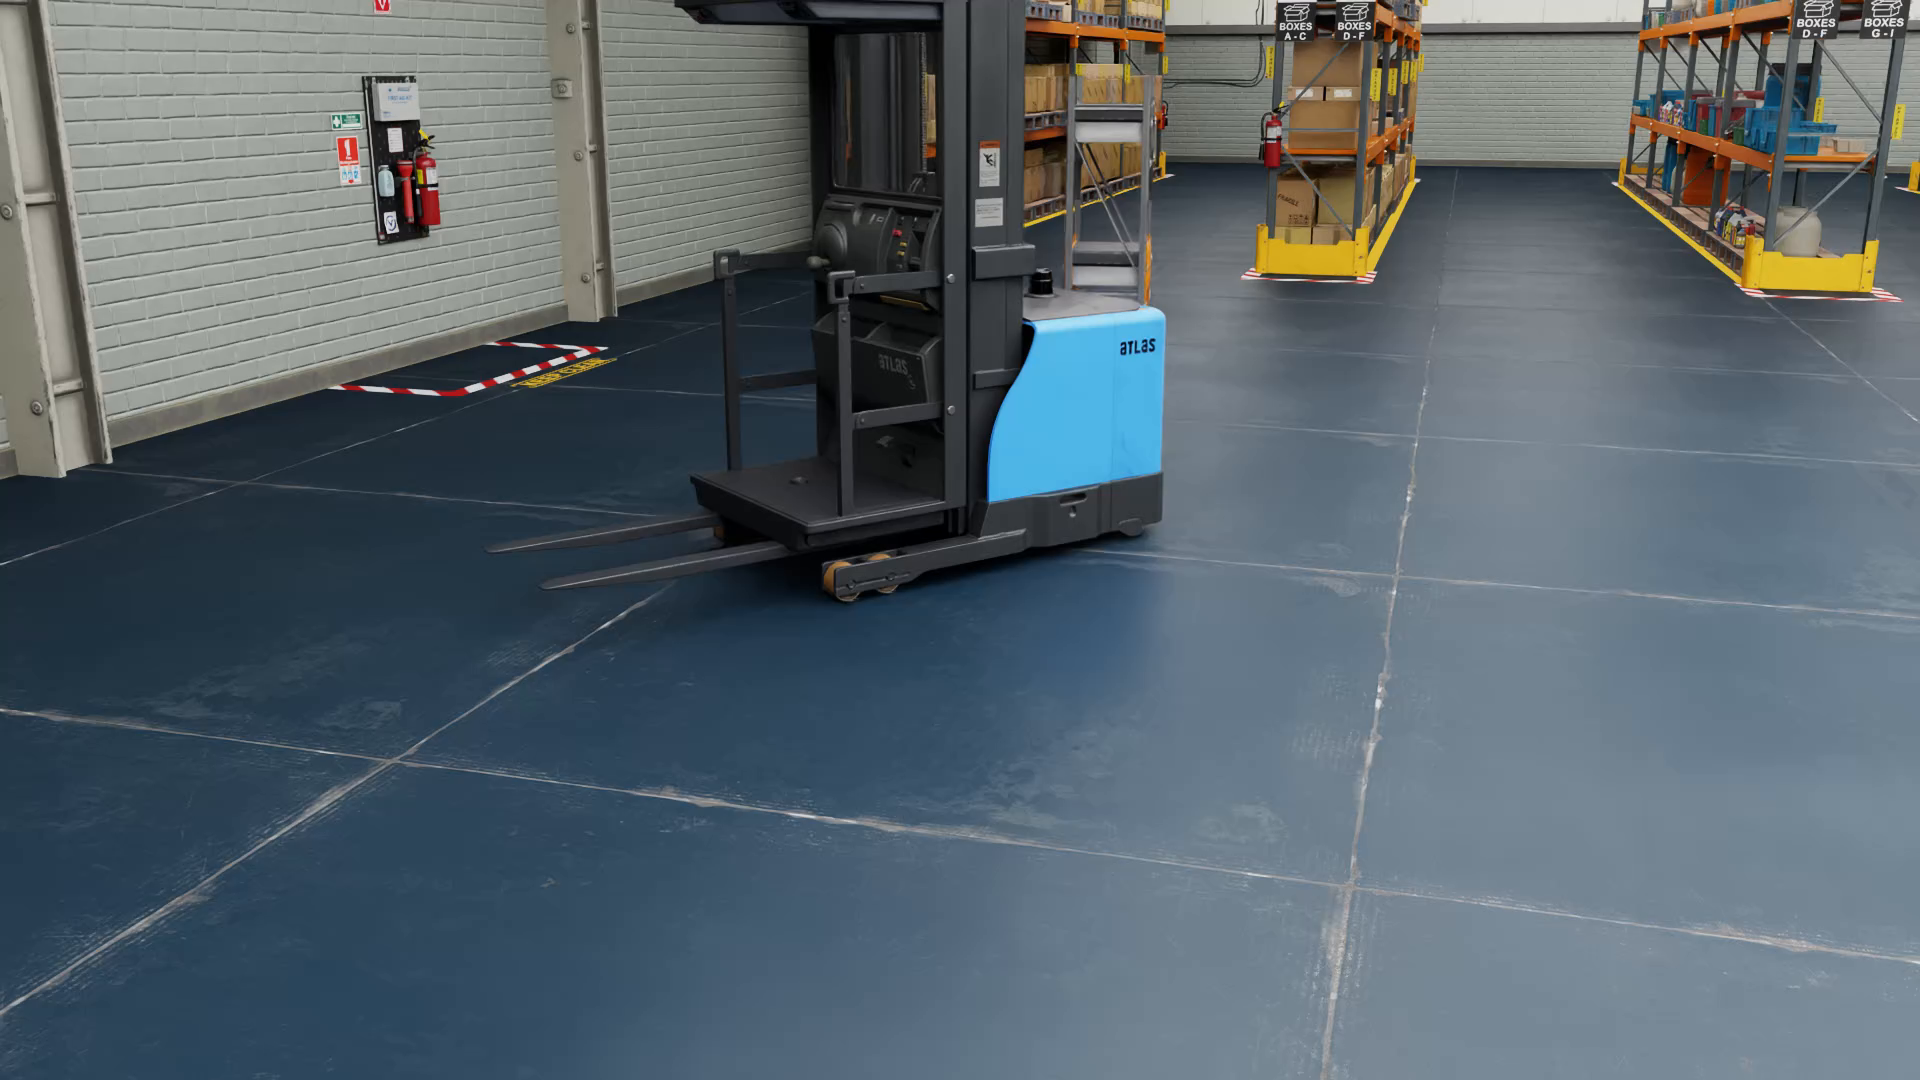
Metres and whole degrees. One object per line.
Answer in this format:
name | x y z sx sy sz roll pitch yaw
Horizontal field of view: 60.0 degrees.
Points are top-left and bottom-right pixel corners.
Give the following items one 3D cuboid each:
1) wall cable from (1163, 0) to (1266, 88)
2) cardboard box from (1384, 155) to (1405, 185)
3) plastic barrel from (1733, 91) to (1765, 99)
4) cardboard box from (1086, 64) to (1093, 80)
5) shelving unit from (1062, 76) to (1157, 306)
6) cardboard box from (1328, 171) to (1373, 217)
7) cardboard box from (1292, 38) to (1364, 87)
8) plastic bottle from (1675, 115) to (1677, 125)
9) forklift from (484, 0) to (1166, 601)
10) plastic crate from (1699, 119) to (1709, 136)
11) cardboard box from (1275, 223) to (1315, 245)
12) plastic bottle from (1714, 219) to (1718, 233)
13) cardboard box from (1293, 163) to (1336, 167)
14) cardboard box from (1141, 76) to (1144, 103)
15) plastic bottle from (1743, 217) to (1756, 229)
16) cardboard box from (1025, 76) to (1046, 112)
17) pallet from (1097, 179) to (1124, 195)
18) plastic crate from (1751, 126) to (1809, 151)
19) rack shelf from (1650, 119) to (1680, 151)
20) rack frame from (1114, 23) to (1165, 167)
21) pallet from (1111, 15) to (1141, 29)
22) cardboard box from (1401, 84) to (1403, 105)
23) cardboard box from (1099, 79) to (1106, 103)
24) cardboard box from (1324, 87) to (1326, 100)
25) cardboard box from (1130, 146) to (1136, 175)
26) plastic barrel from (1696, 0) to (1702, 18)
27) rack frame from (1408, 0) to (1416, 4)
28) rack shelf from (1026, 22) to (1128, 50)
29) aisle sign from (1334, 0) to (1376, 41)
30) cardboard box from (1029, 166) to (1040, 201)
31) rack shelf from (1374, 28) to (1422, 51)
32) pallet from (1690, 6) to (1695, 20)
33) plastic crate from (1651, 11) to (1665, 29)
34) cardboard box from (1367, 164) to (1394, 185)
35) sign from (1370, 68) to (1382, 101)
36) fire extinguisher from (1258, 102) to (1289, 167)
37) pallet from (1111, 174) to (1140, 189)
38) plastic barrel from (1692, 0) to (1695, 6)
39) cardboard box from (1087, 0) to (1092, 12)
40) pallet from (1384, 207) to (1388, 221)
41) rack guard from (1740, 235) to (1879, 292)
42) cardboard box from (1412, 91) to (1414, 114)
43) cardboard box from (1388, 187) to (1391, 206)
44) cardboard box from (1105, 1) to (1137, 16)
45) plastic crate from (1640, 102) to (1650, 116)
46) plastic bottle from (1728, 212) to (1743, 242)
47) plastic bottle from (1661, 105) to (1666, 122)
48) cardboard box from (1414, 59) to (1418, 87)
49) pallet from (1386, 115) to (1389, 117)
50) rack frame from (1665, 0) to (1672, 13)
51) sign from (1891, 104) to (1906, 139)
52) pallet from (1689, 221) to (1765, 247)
wall cable | 5.560 -11.763 38.502 3.097 2.526 0.112 5 16 16
cardboard box | 7.210 -6.219 28.031 0.500 0.500 0.500 5 16 16
plastic barrel | 10.994 -5.978 23.161 0.600 0.536 0.708 5 16 16
cardboard box | 1.865 -7.627 27.083 0.500 0.250 0.500 4 16 15
shelving unit | 0.761 -1.300 8.566 0.431 2.100 0.503 2 16 8
cardboard box | 4.609 -4.105 19.701 0.500 0.500 0.500 5 16 16
cardboard box | 3.974 -5.157 17.954 0.700 0.500 0.500 5 16 16
plastic bottle | 10.796 -6.318 24.970 0.097 0.201 0.097 0 16 0
forklift | -0.537 -1.318 7.105 3.031 2.935 1.130 -11 19 -33
plastic crate | 9.923 -5.387 21.713 0.450 0.188 0.662 5 16 16
cardboard box | 3.683 -3.392 18.562 0.500 0.250 0.500 5 16 16
plastic bottle | 9.159 -3.801 20.054 0.097 0.201 0.097 0 16 0
cardboard box | 4.519 -4.539 21.232 0.500 0.500 0.500 5 16 16
cardboard box | 3.054 -8.539 31.889 0.980 0.700 0.700 4 16 13
plastic bottle | 9.046 -3.568 19.097 0.152 0.276 0.135 5 16 16
cardboard box | 0.880 -6.634 24.733 0.700 0.500 0.500 5 16 16
pallet | 2.327 -6.323 29.736 1.003 0.211 1.213 5 16 16
plastic crate | 8.607 -4.217 17.472 0.499 0.251 0.408 5 16 16
rack shelf | 11.404 -6.235 25.633 1.077 0.370 4.000 5 16 16
rack frame | 3.610 -8.919 33.778 1.000 3.000 0.127 5 16 16
pallet | 2.716 -9.486 30.443 1.003 0.211 1.213 5 16 16
cardboard box | 6.781 -7.273 27.020 0.700 0.500 0.500 1 16 2
cardboard box | 2.161 -7.537 28.140 0.500 0.500 0.500 5 17 17
cardboard box | 3.813 -4.893 18.213 0.380 0.149 0.250 5 17 17
cardboard box | 2.930 -7.191 31.496 0.700 0.500 0.500 4 16 15
plastic barrel | 10.454 -7.497 23.063 0.421 0.512 0.421 0 16 0
rack frame | 7.224 -10.376 27.919 1.000 3.000 0.127 5 16 16
rack shelf | 1.905 -8.446 27.932 1.077 0.370 4.000 5 16 16
aisle sign | 4.089 -5.560 17.169 0.394 0.787 0.004 5 16 16
cardboard box | 0.810 -5.385 25.092 0.700 0.500 0.500 5 16 16
rack shelf | 7.793 -9.110 30.271 1.077 0.370 4.000 5 16 16
pallet | 11.147 -7.603 23.985 1.003 0.211 1.213 5 16 16
plastic crate | 12.183 -8.981 28.716 0.437 0.282 0.530 5 16 16
cardboard box | 6.175 -5.436 24.739 0.500 0.311 0.500 5 17 17
sign | 4.344 -4.760 17.382 0.100 0.325 0.005 5 16 16
fire extinguisher | 3.335 -4.318 17.697 0.296 0.674 0.183 5 16 16
pallet | 2.765 -6.724 31.149 1.003 0.211 1.213 5 16 16
plastic barrel | 11.195 -8.244 24.881 0.433 0.535 0.433 0 16 0
cardboard box | 1.818 -9.077 27.848 0.700 0.500 0.500 5 16 16
pallet | 5.816 -4.889 24.679 1.003 0.211 1.213 5 16 16
rack guard | 8.539 -2.786 16.735 1.175 0.500 0.348 5 16 16
cardboard box | 8.060 -8.048 30.523 0.500 0.500 0.500 4 16 15
cardboard box | 6.029 -5.030 24.337 0.500 0.250 0.500 4 16 15
cardboard box | 2.923 -9.654 30.194 0.500 0.250 0.500 5 16 16
plastic crate | 12.264 -7.637 29.455 0.416 0.233 0.300 5 16 16
plastic bottle | 8.844 -3.560 18.933 0.144 0.351 0.185 5 17 18
plastic bottle | 11.372 -6.857 26.736 0.152 0.276 0.135 5 16 16
cardboard box | 8.067 -8.525 30.371 0.500 0.500 0.500 5 17 18
pallet | 6.892 -7.196 28.056 1.003 0.211 1.213 5 16 16
rack frame | 11.972 -9.990 26.561 1.000 3.000 0.127 5 16 16
sign | 9.088 -4.054 16.119 0.100 0.325 0.005 5 16 16
pallet | 9.885 -3.878 21.116 1.003 0.211 1.213 5 16 16
